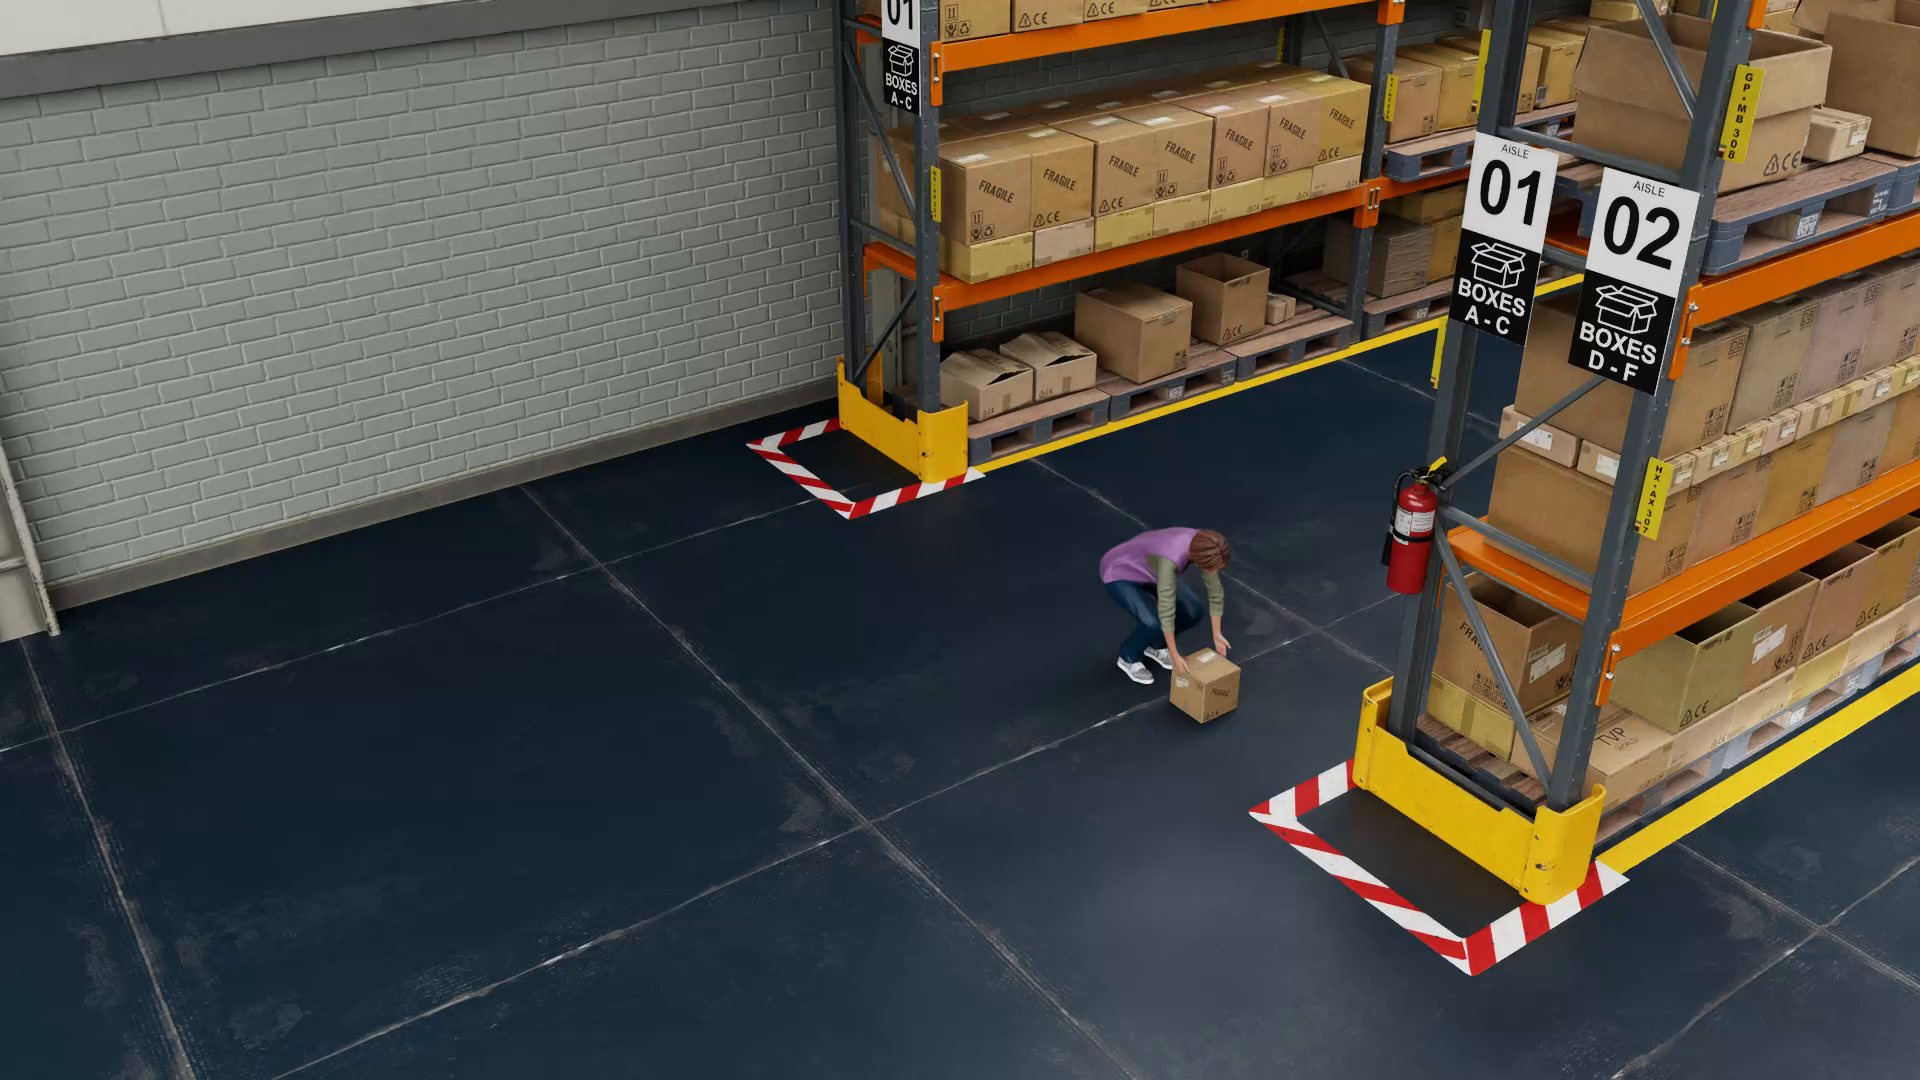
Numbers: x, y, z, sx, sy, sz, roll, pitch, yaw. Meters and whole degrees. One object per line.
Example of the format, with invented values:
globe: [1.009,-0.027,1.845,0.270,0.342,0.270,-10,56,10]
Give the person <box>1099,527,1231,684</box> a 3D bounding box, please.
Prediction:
person: [1.082,0.292,8.765,0.450,0.963,0.779,-19,34,-31]
